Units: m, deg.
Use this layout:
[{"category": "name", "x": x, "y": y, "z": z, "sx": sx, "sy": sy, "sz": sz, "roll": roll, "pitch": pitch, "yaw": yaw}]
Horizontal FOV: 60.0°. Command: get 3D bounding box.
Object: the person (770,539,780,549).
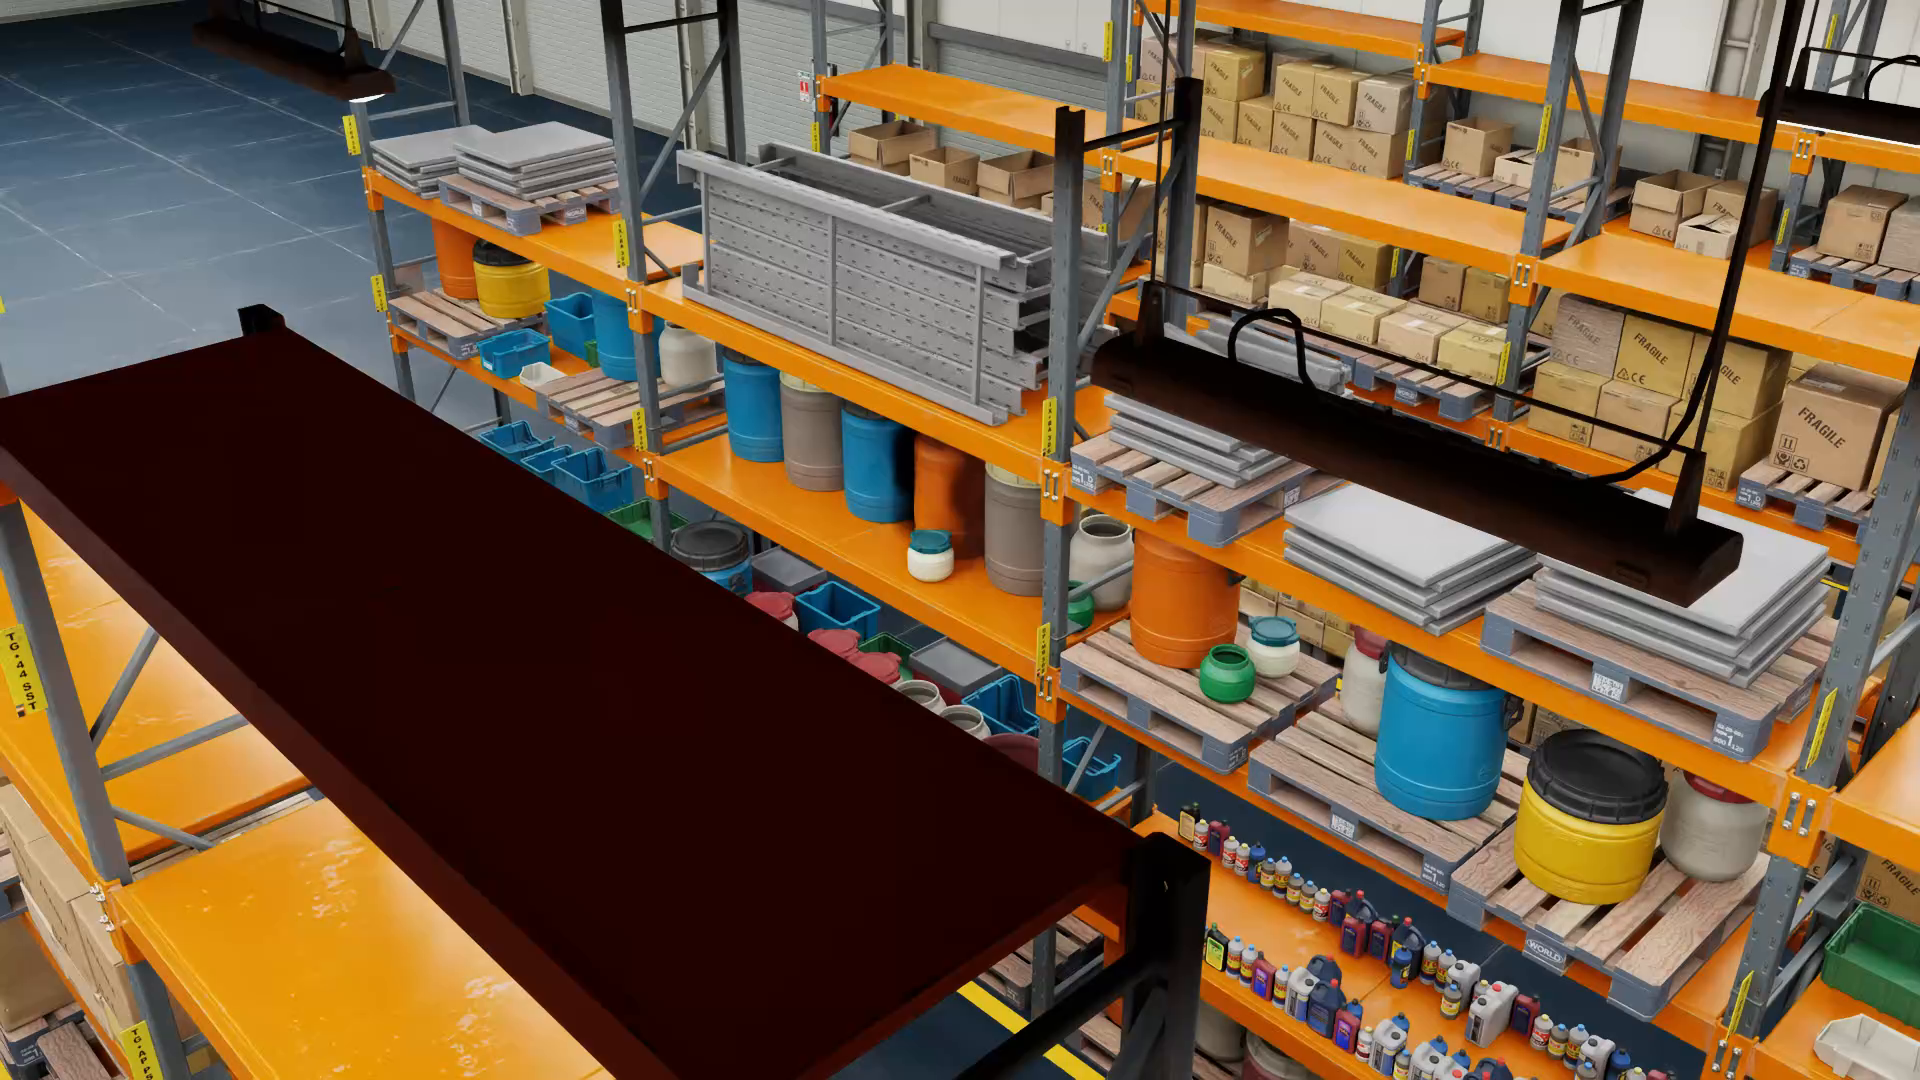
[{"category": "person", "x": -1.639, "y": -0.178, "z": 15.507, "sx": 0.405, "sy": 1.670, "sz": 0.545, "roll": -19, "pitch": 33, "yaw": -31}]
